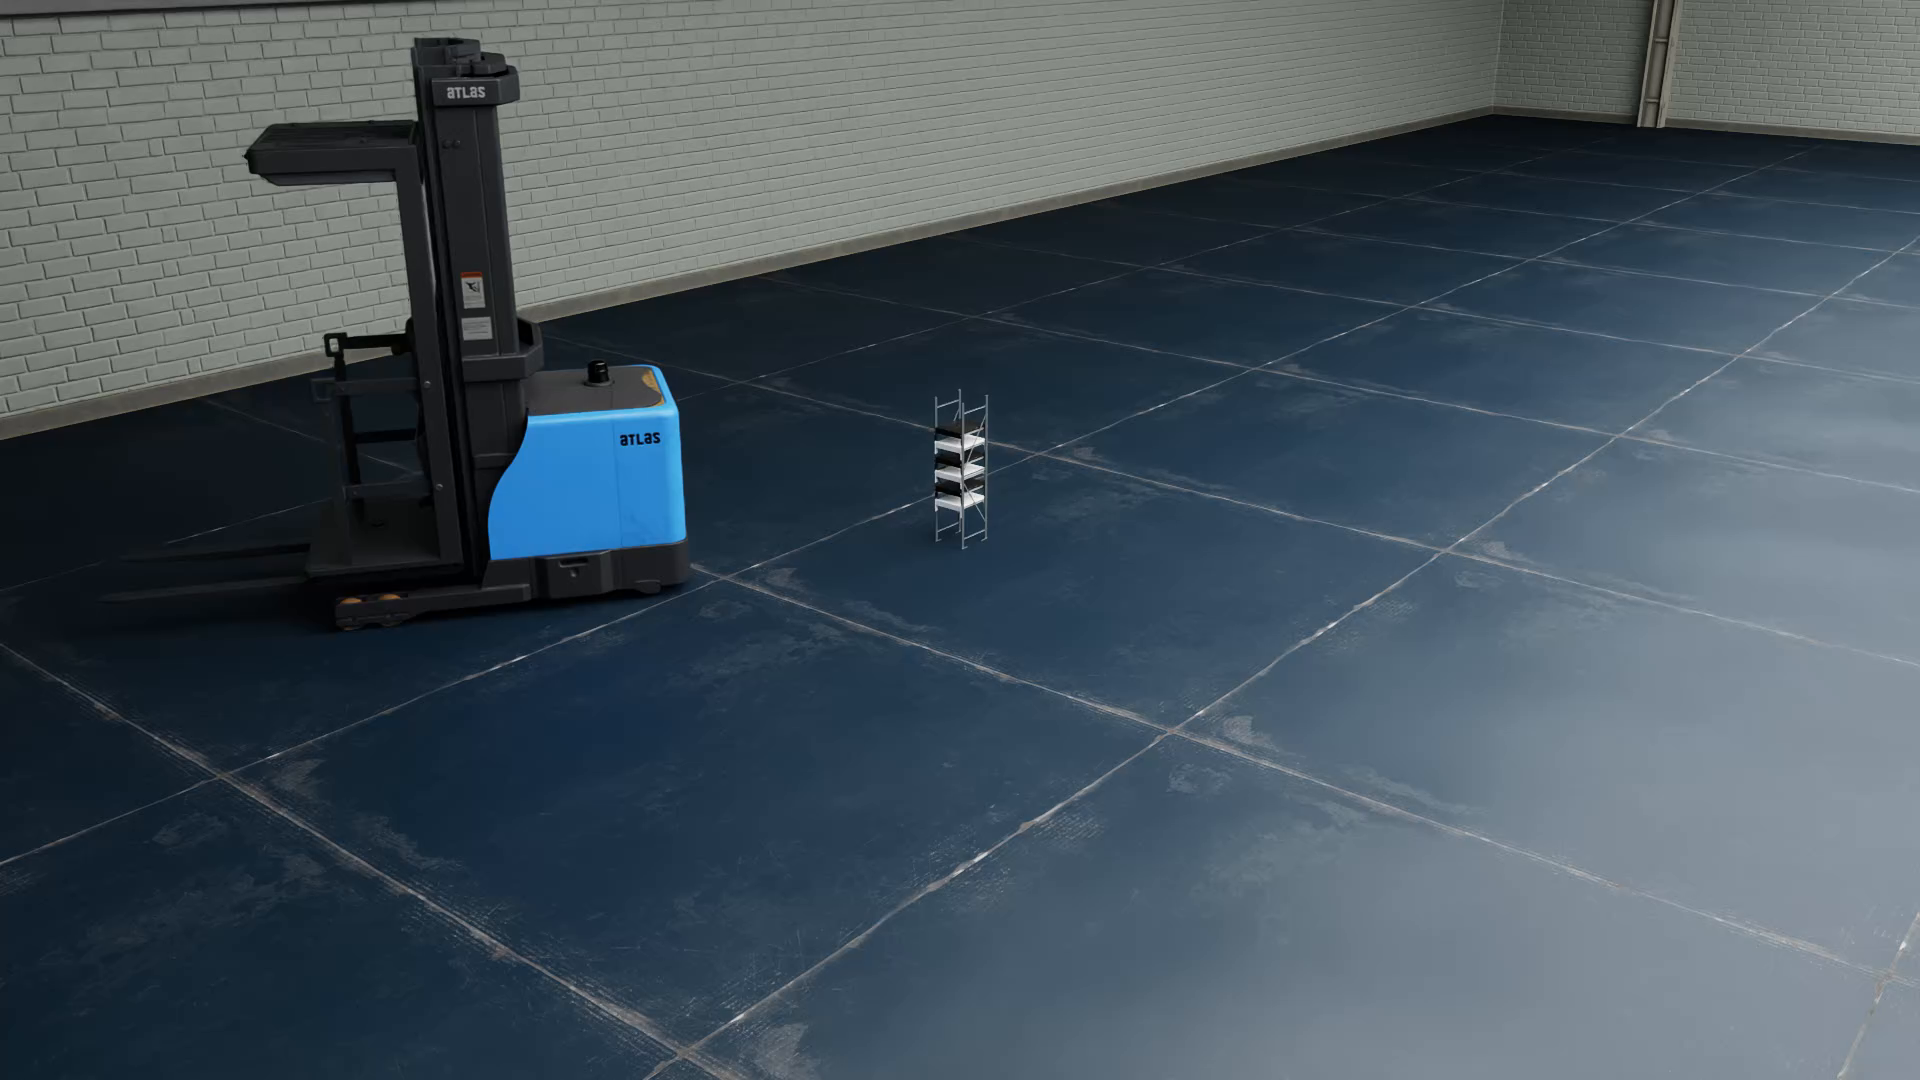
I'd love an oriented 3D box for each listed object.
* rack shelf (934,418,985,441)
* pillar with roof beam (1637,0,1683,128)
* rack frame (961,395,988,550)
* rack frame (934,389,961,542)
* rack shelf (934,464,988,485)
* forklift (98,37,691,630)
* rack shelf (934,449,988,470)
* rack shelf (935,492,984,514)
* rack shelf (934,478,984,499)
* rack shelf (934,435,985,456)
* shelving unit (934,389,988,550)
[{"bbox_3d":[0.006,-0.641,9.800,0.200,0.077,0.258,16,26,36],"label":"rack shelf"},{"bbox_3d":[9.532,-10.369,24.791,0.400,9.000,9.100,16,26,36],"label":"pillar with roof beam"},{"bbox_3d":[0.085,-0.397,9.823,0.006,0.900,0.240,16,26,36],"label":"rack frame"},{"bbox_3d":[-0.072,-0.442,9.944,0.006,0.900,0.240,16,26,36],"label":"rack frame"},{"bbox_3d":[0.006,-0.388,9.895,0.200,0.077,0.258,16,26,36],"label":"rack shelf"},{"bbox_3d":[-3.079,-1.103,8.818,3.031,2.935,1.130,-6,21,-15],"label":"forklift"},{"bbox_3d":[0.006,-0.472,9.863,0.200,0.077,0.258,16,26,36],"label":"rack shelf"},{"bbox_3d":[0.006,-0.220,9.959,0.200,0.077,0.258,16,26,36],"label":"rack shelf"},{"bbox_3d":[0.006,-0.304,9.927,0.200,0.077,0.258,16,26,36],"label":"rack shelf"},{"bbox_3d":[0.006,-0.556,9.832,0.200,0.077,0.258,16,26,36],"label":"rack shelf"},{"bbox_3d":[0.006,-0.419,9.883,0.210,0.900,0.258,16,26,36],"label":"shelving unit"}]
